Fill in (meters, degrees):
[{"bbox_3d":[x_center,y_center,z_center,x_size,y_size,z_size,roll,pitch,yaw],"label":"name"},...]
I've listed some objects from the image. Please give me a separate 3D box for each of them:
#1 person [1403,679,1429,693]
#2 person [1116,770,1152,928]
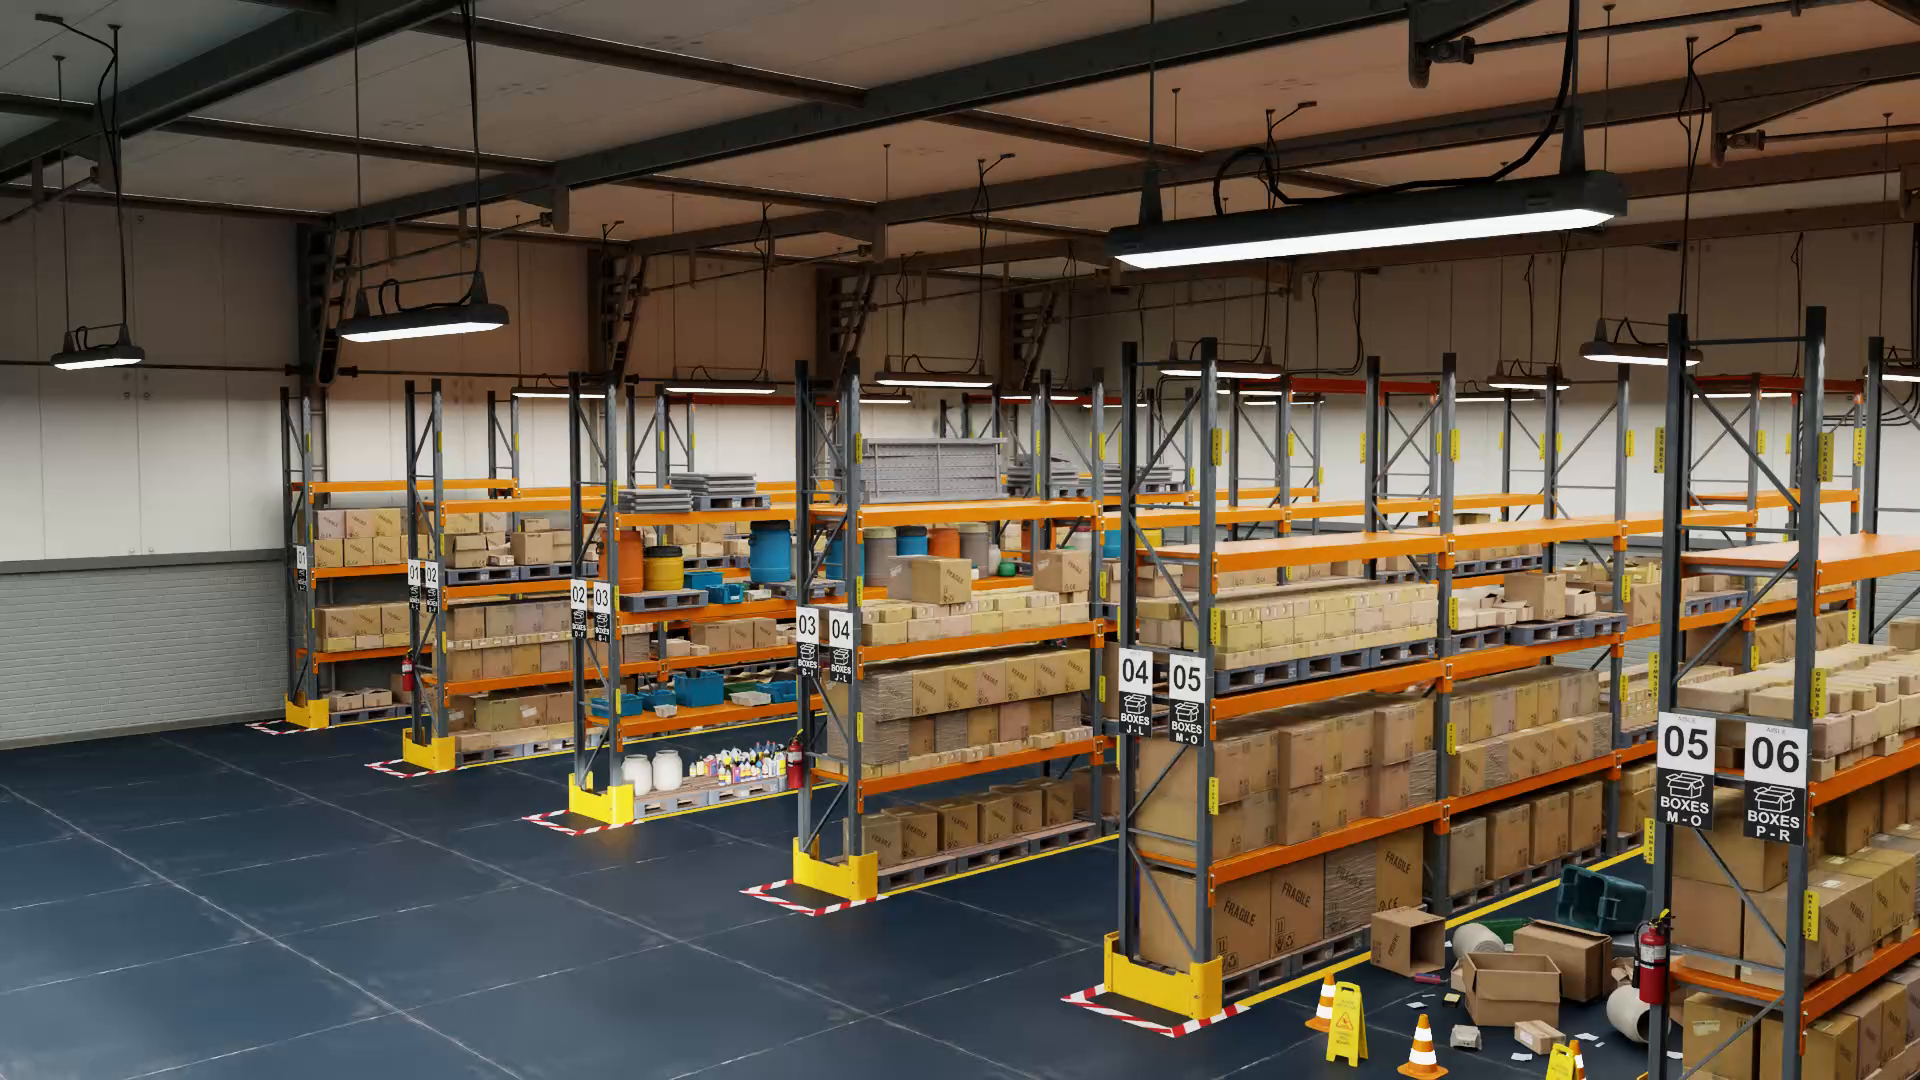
[{"bbox_3d":[6.652,2.736,24.134,0.663,1.766,0.645,-3,5,-43],"label":"person"},{"bbox_3d":[1.894,3.223,17.393,0.608,1.608,0.904,3,5,42],"label":"person"}]
